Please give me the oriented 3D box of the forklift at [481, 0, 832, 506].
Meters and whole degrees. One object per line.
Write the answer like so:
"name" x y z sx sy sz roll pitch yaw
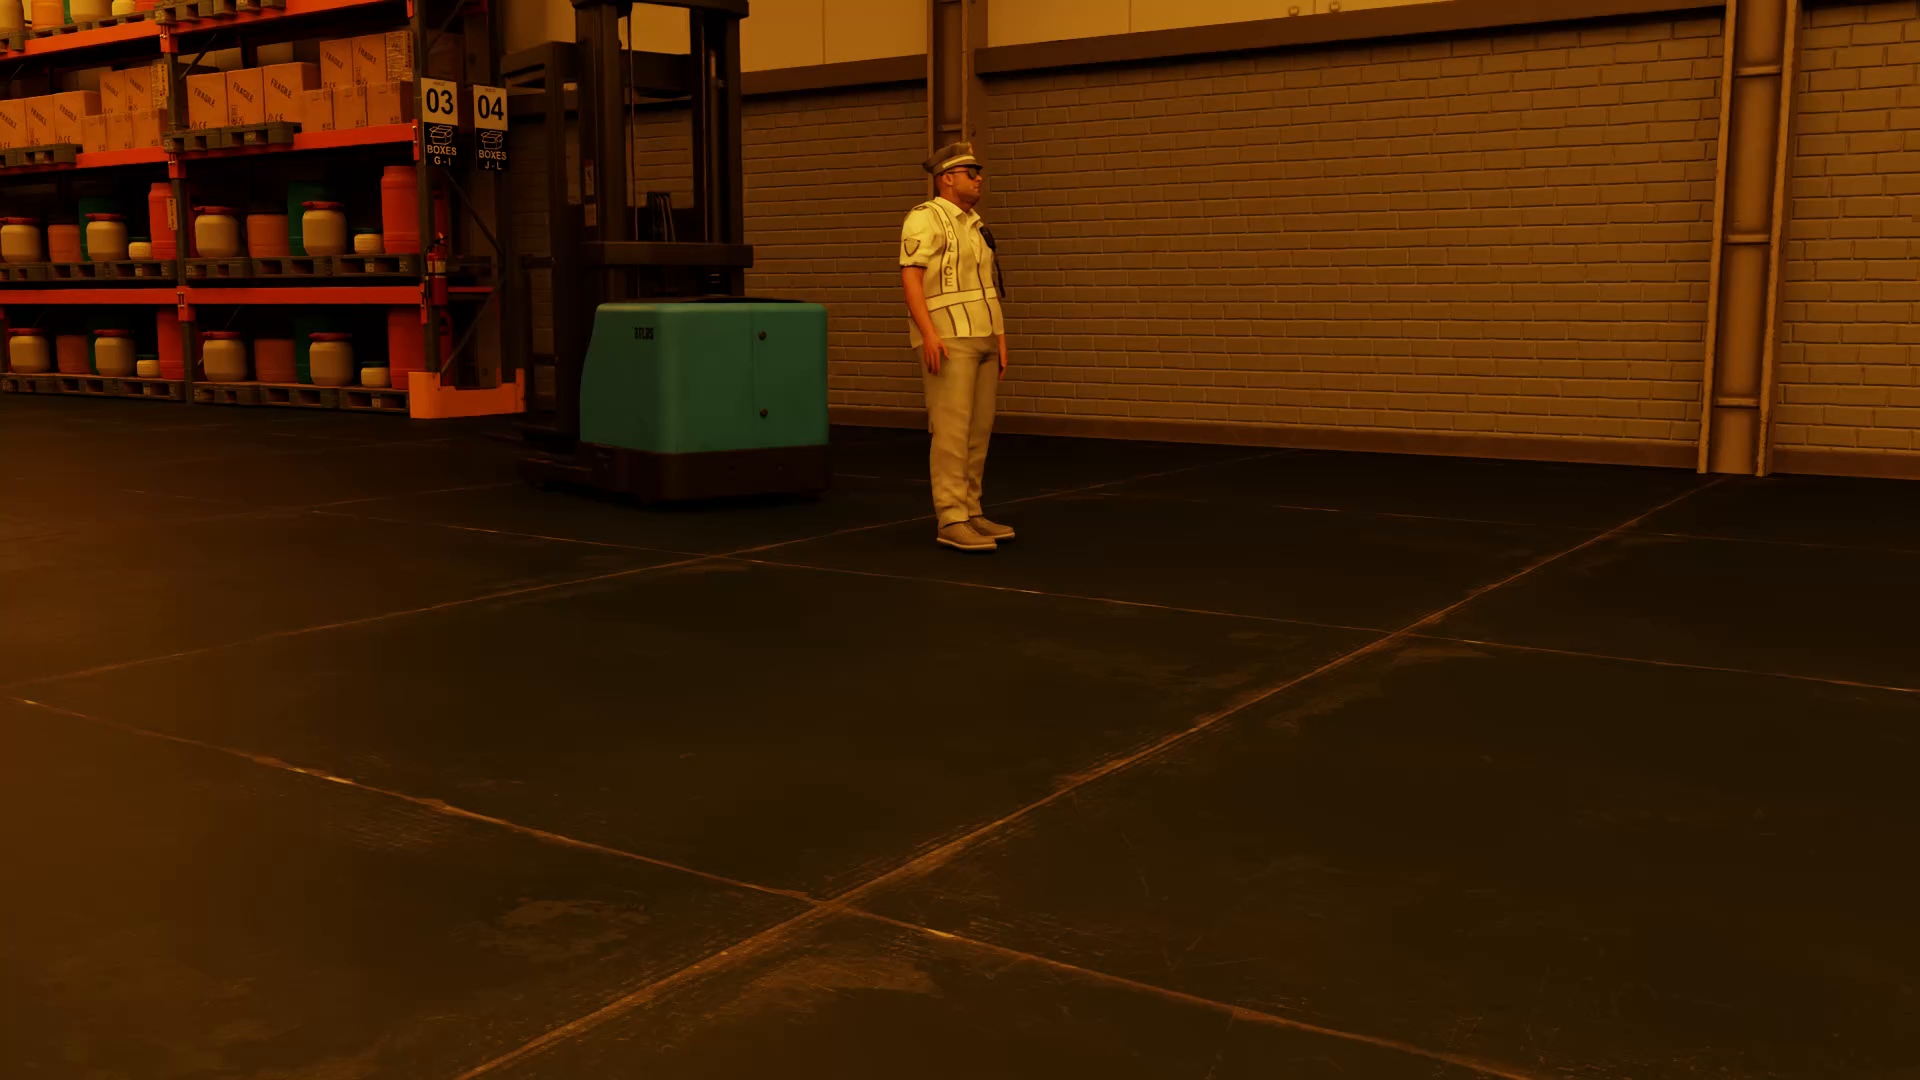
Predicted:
"forklift" -1.988 -1.793 9.801 1.130 2.935 3.031 -6 10 -37

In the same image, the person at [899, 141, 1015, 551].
"person" 0.058 -0.882 7.424 0.575 1.781 0.640 5 10 34
